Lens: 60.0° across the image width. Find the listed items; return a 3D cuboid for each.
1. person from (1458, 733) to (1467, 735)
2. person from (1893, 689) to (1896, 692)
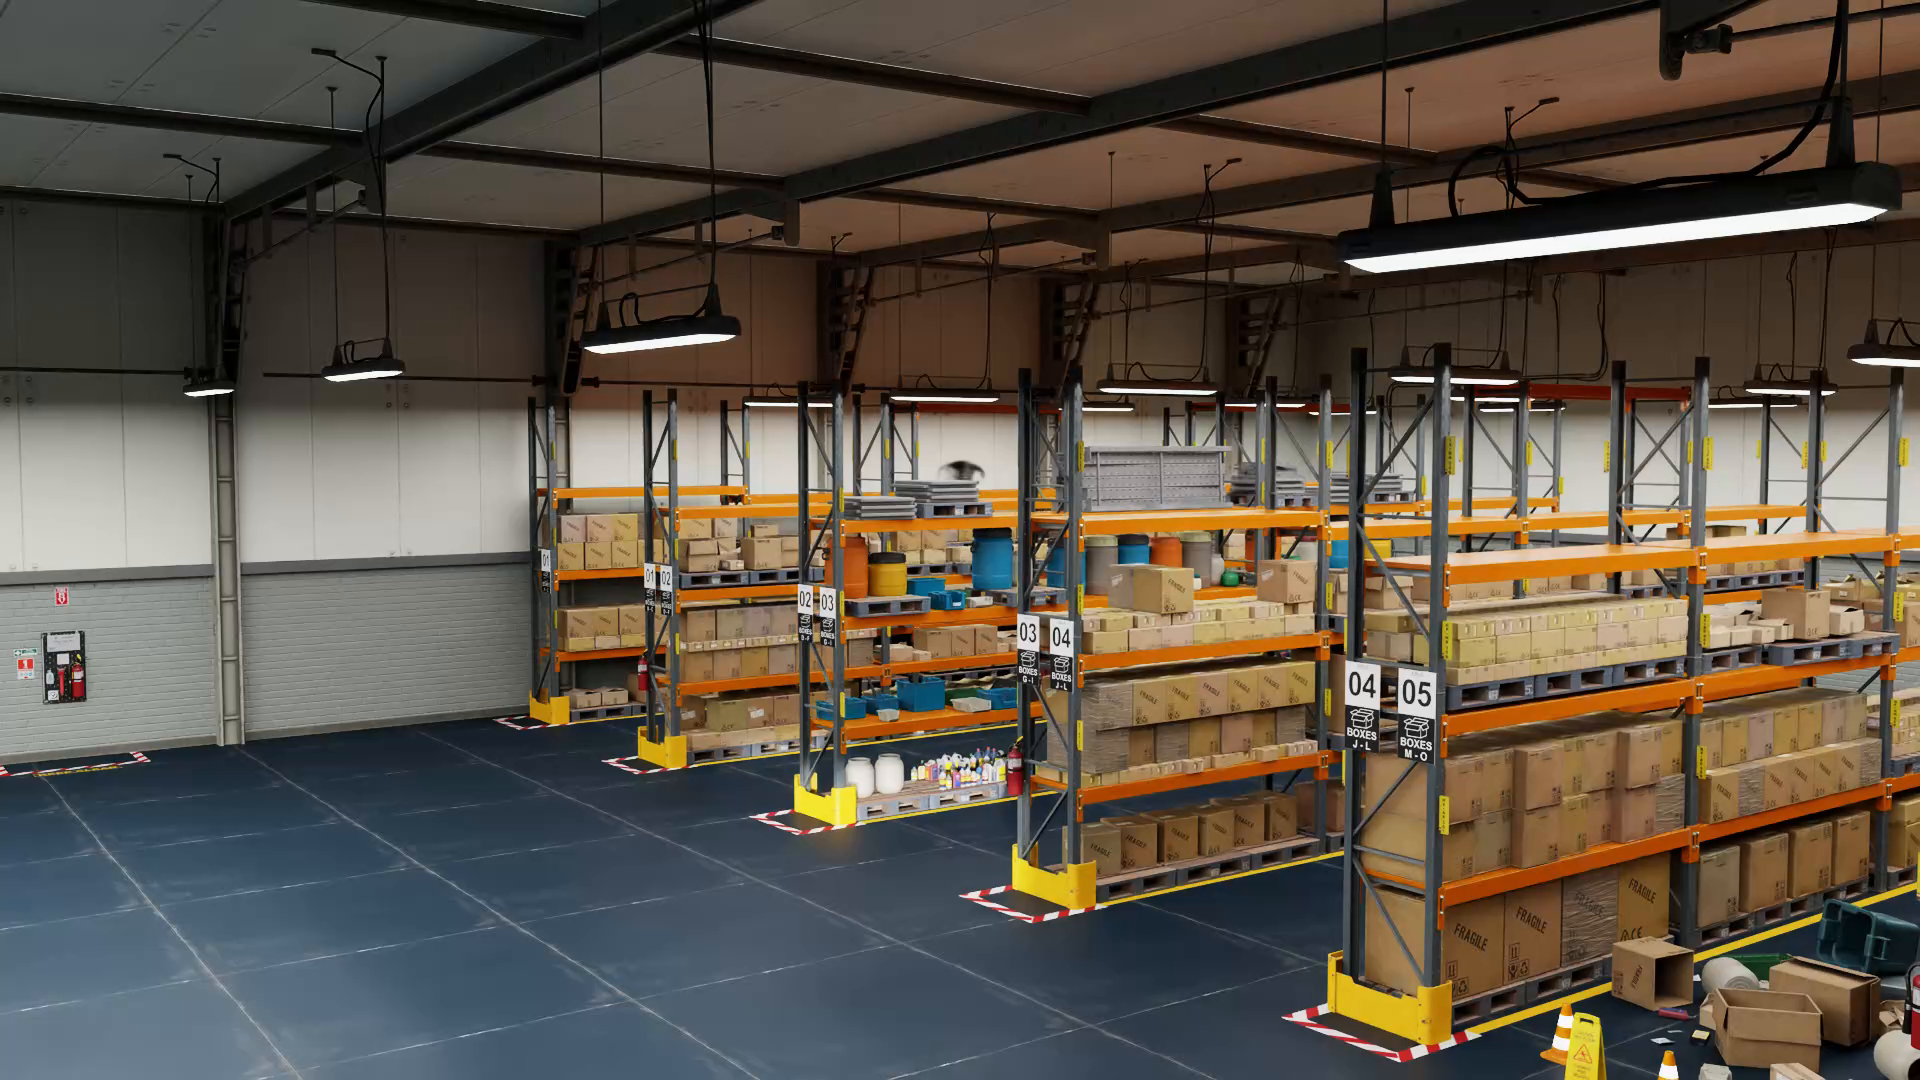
[{"bbox_3d":[6.375,3.125,20.485,1.126,1.592,0.677,-2,4,-35],"label":"person"},{"bbox_3d":[13.234,2.930,23.565,0.895,1.740,0.598,-2,4,-30],"label":"person"}]
